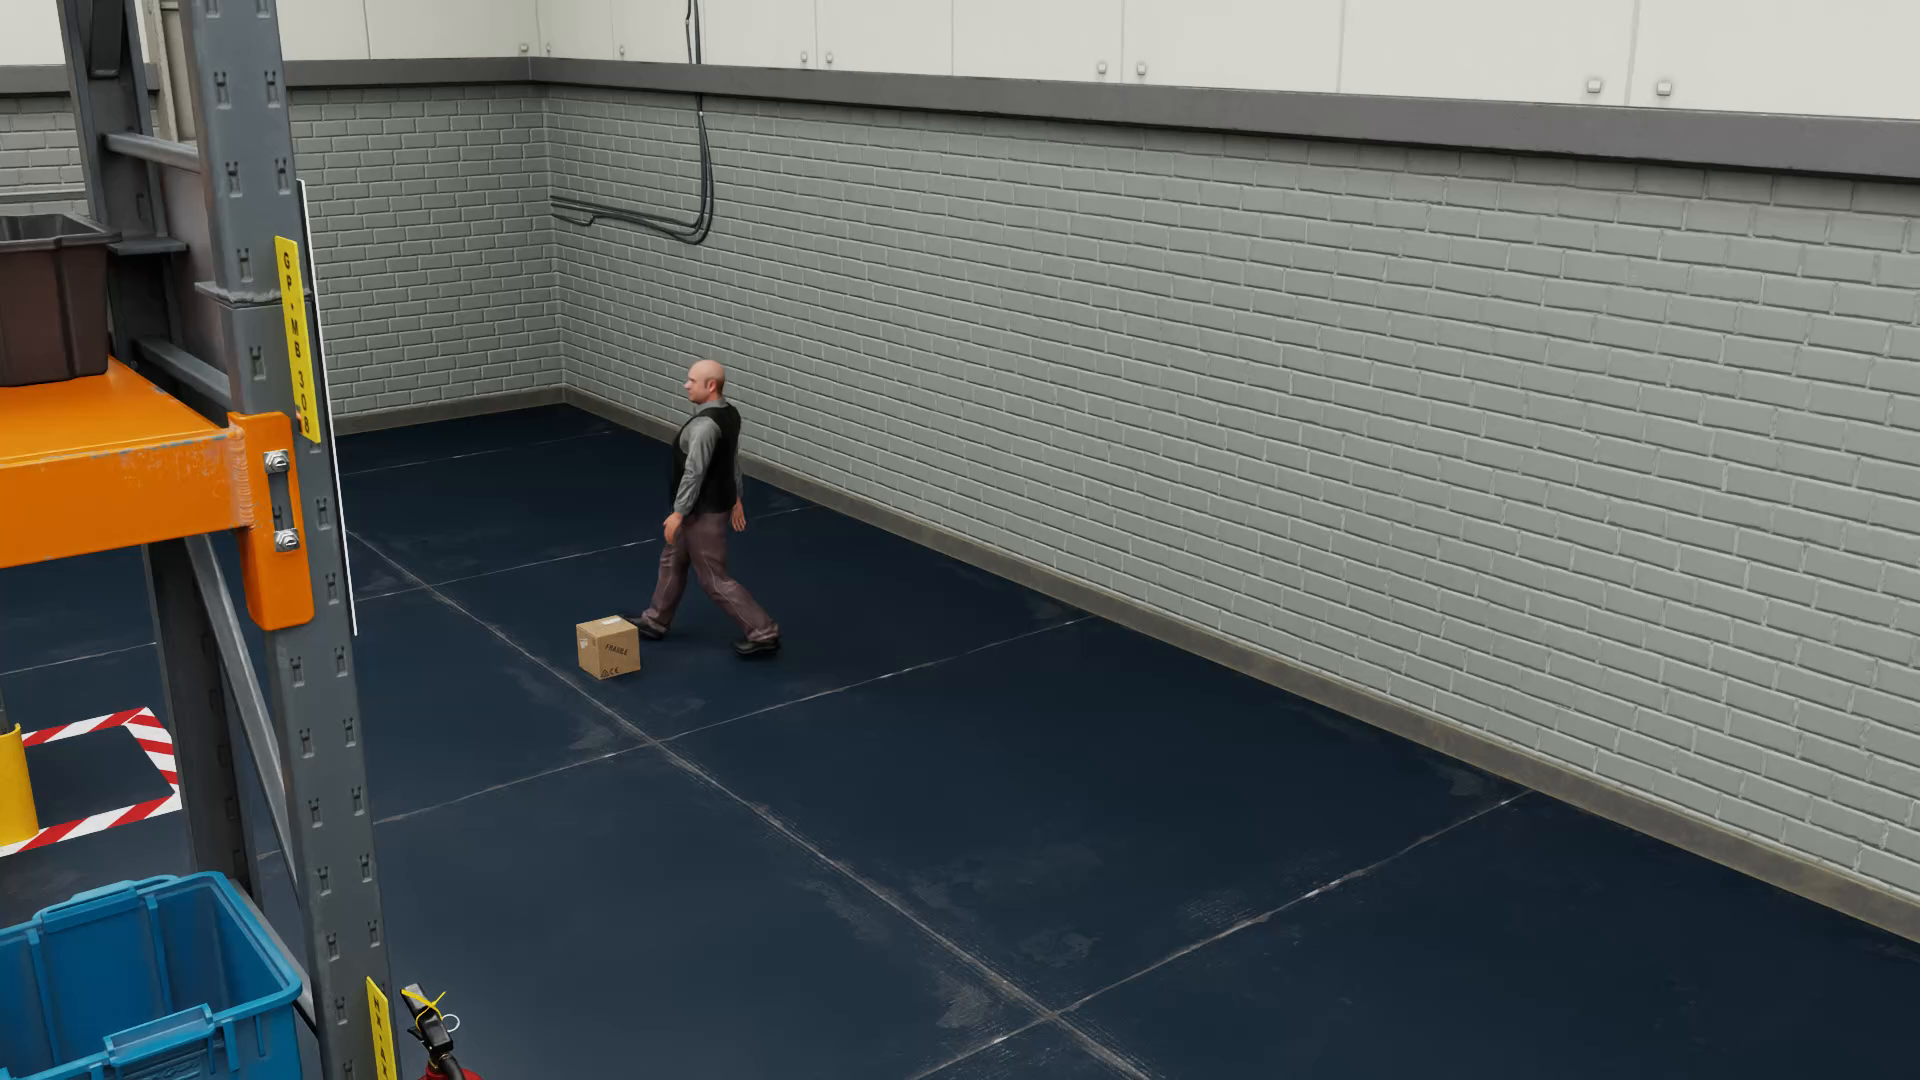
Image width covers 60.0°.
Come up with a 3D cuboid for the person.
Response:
[{"bbox_3d":[-1.502,-0.174,9.225,1.026,1.667,0.563,1,18,5],"label":"person"}]
